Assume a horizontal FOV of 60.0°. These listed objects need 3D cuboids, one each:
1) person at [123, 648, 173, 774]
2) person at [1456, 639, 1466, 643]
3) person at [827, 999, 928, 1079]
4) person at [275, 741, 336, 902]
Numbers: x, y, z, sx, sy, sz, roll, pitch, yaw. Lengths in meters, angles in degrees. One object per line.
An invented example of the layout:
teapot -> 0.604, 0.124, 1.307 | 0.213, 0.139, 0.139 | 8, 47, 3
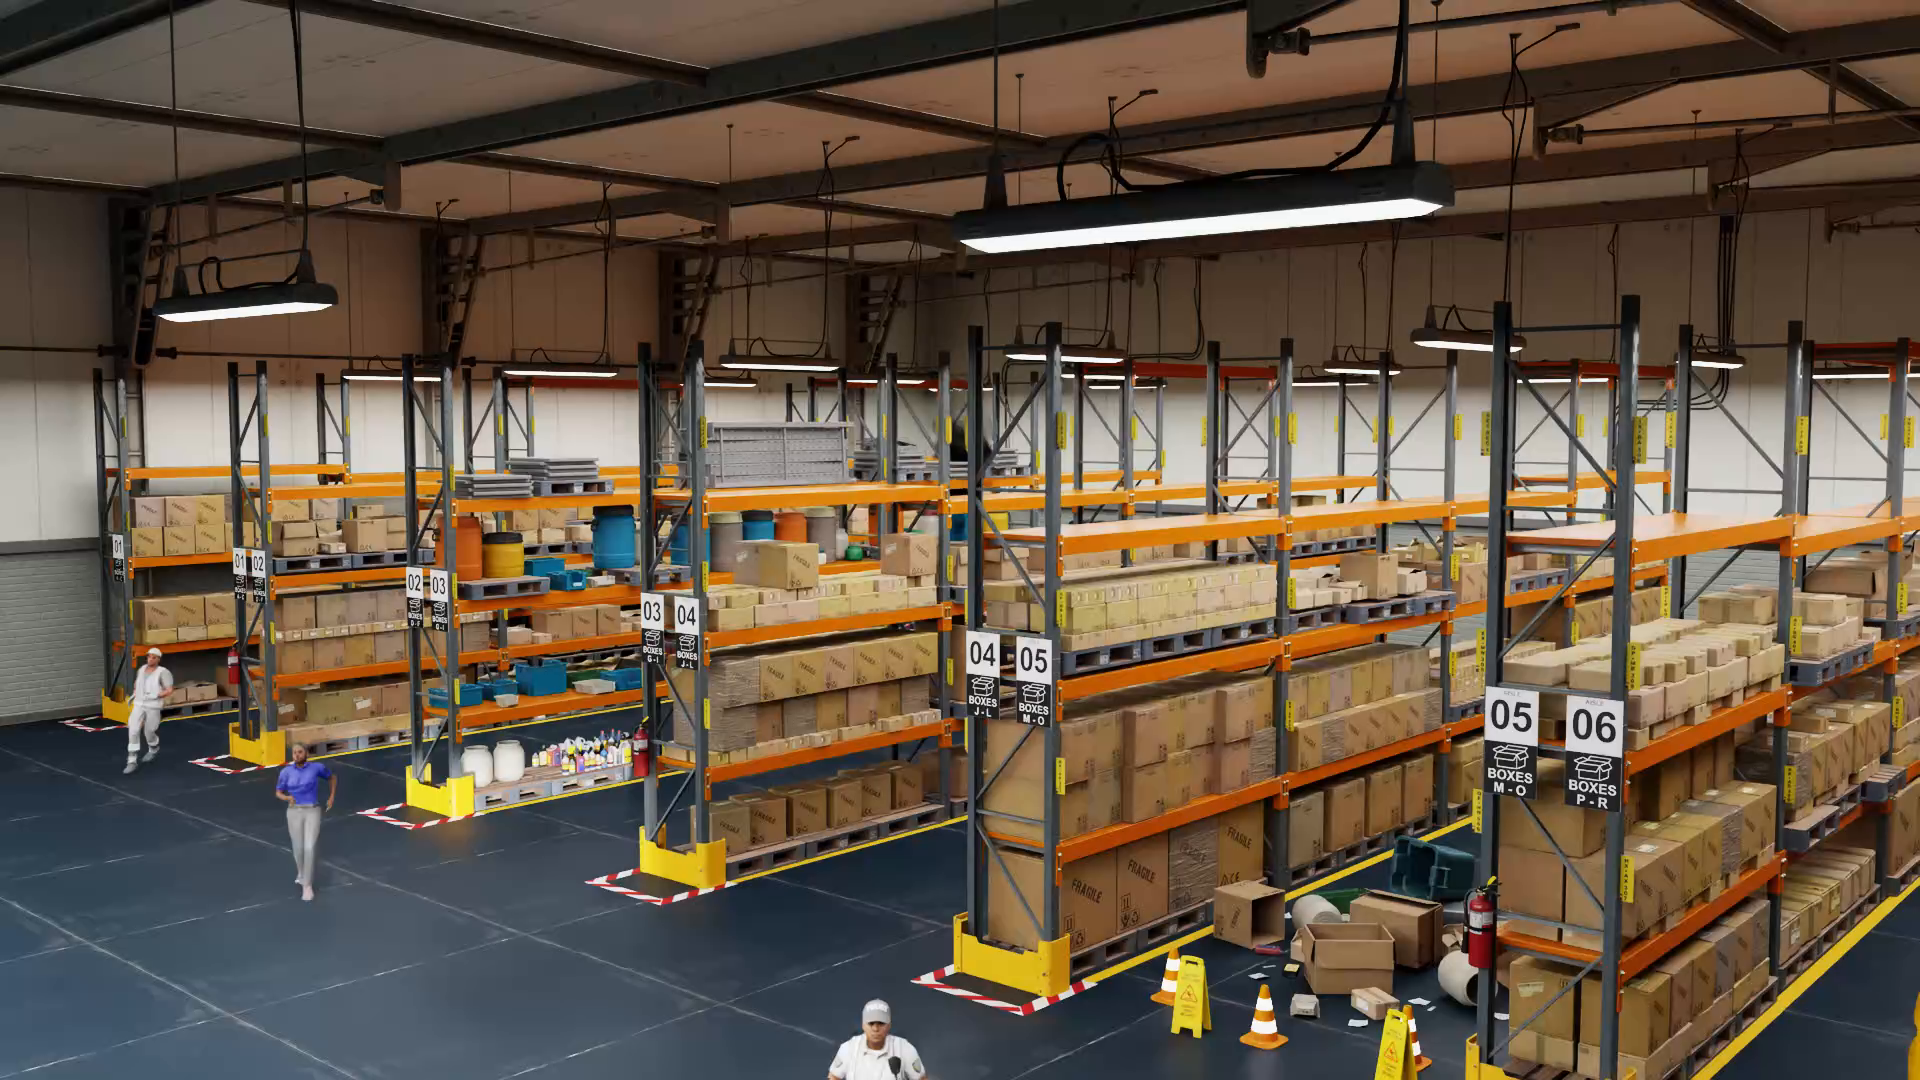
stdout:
person -> -11.915, 2.469, 24.411 | 0.703, 1.768, 0.929 | 0, 4, -1
person -> 7.983, 2.392, 26.453 | 0.556, 1.654, 0.549 | 3, 5, 38
person -> -0.502, 3.608, 10.165 | 0.626, 1.650, 0.707 | 0, 4, 0
person -> -7.122, 3.031, 18.094 | 0.582, 1.694, 0.778 | -1, 4, -11
